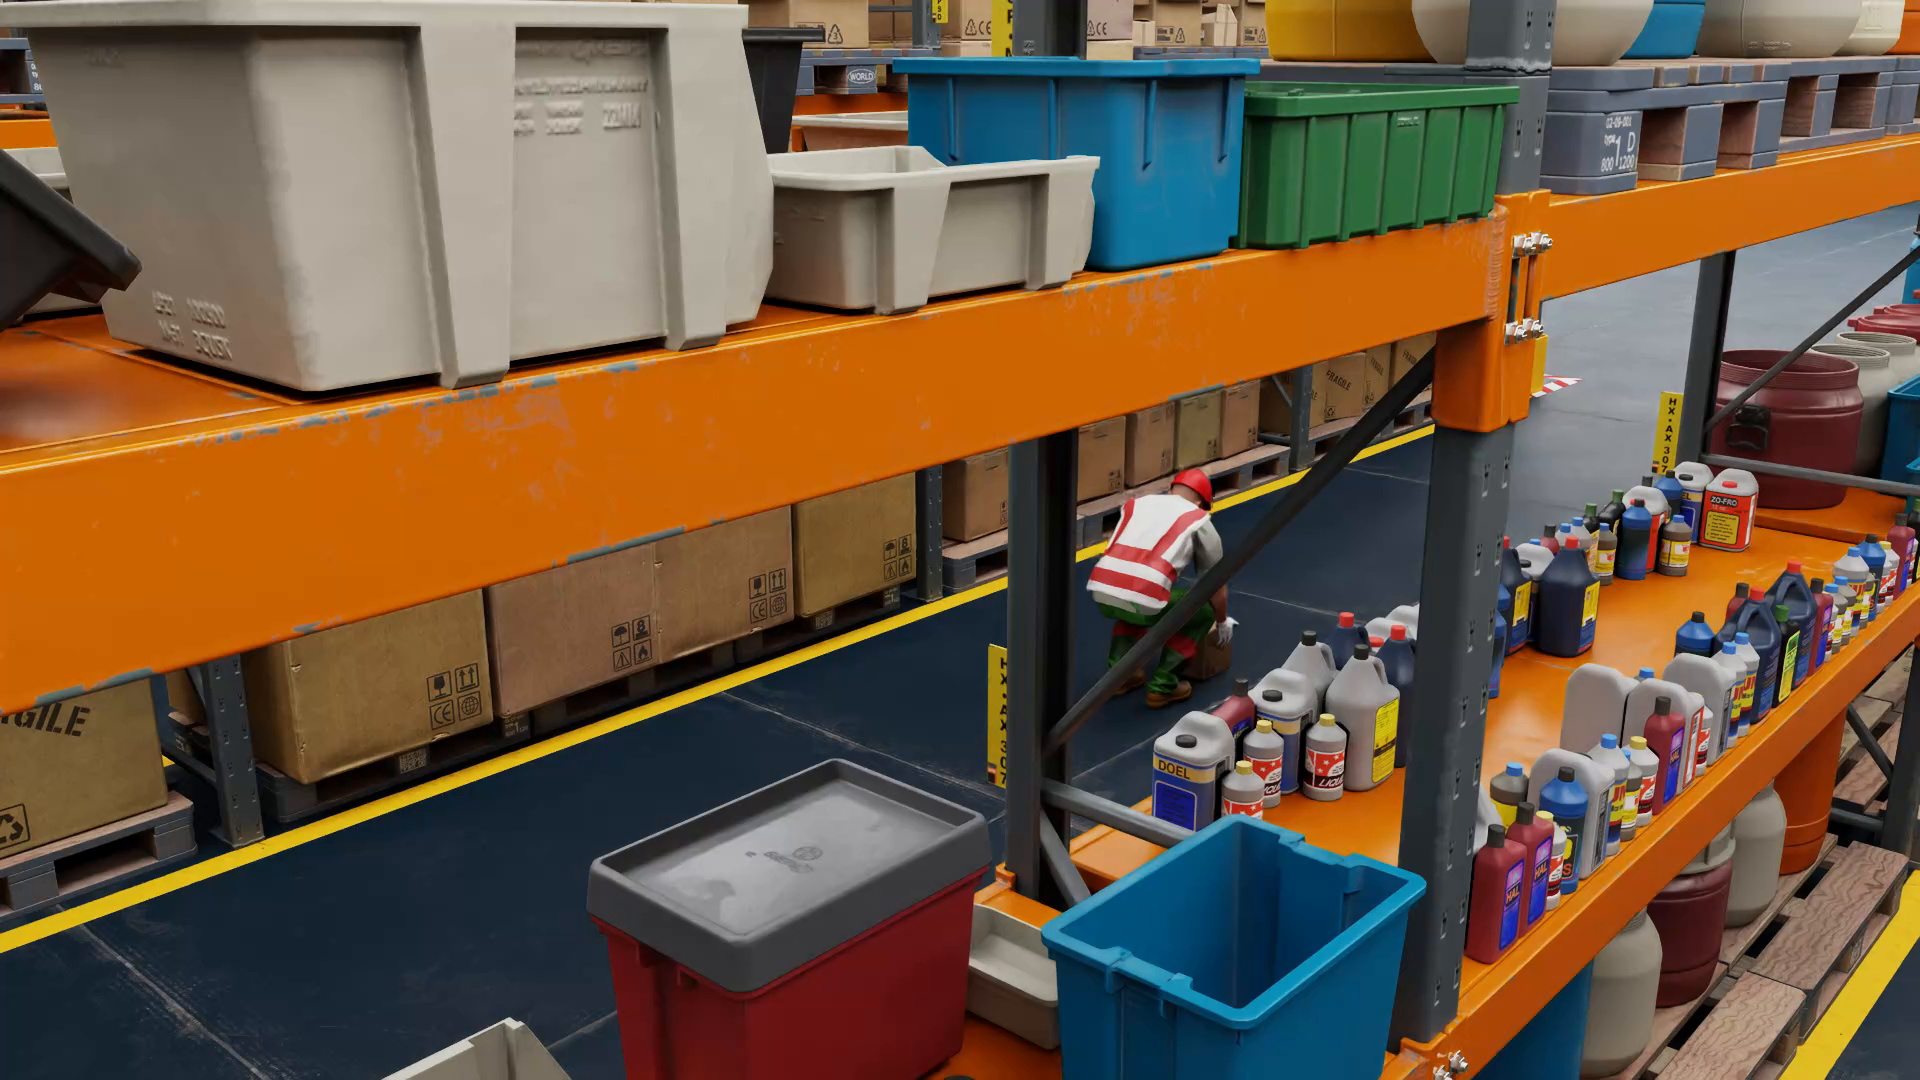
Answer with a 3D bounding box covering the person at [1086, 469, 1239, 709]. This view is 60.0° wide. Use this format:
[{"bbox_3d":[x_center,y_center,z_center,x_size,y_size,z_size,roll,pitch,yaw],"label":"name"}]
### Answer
[{"bbox_3d":[0.949,0.225,8.056,0.579,1.041,0.872,14,22,39],"label":"person"}]
